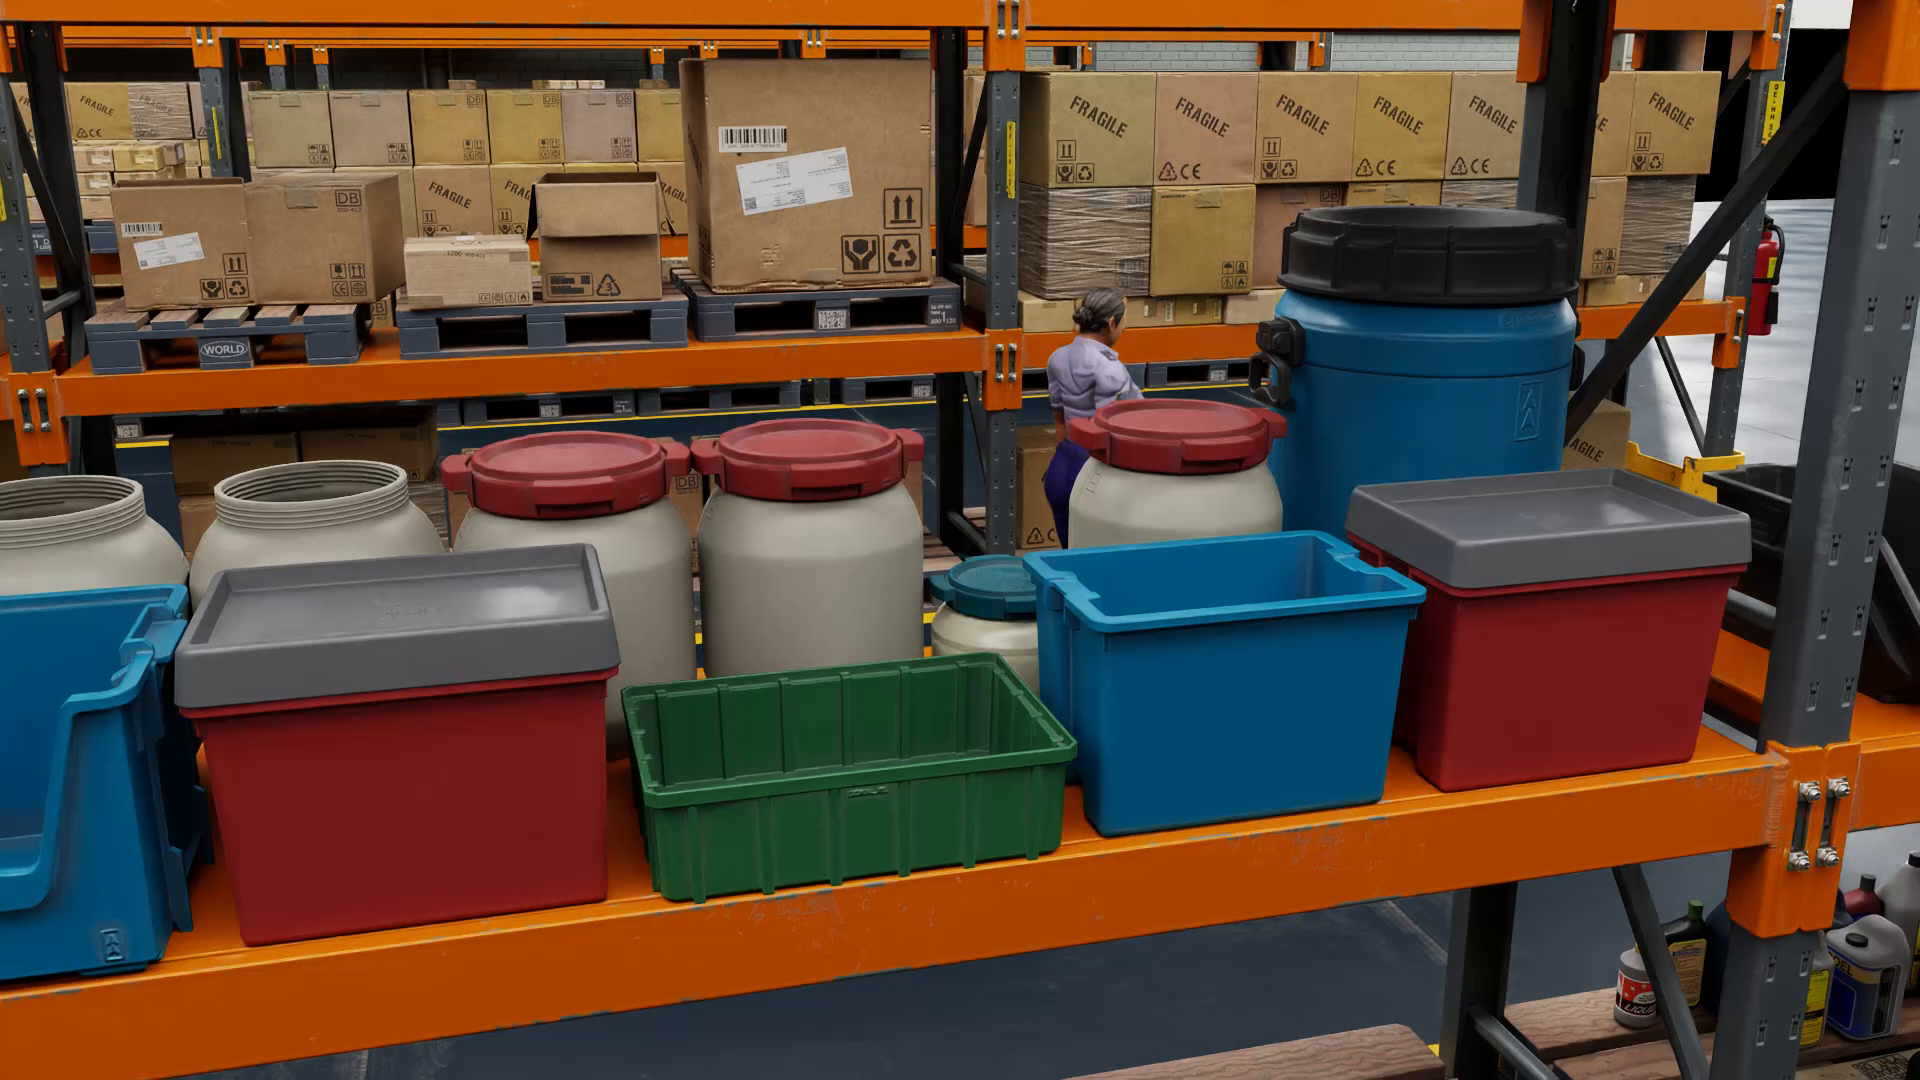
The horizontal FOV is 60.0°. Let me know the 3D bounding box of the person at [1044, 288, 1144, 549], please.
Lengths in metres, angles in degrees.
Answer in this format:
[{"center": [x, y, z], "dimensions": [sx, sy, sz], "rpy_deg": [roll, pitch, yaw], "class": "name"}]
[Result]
[{"center": [0.540, -0.203, 6.820], "dimensions": [0.338, 1.627, 0.476], "rpy_deg": [-9, 19, -29], "class": "person"}]
